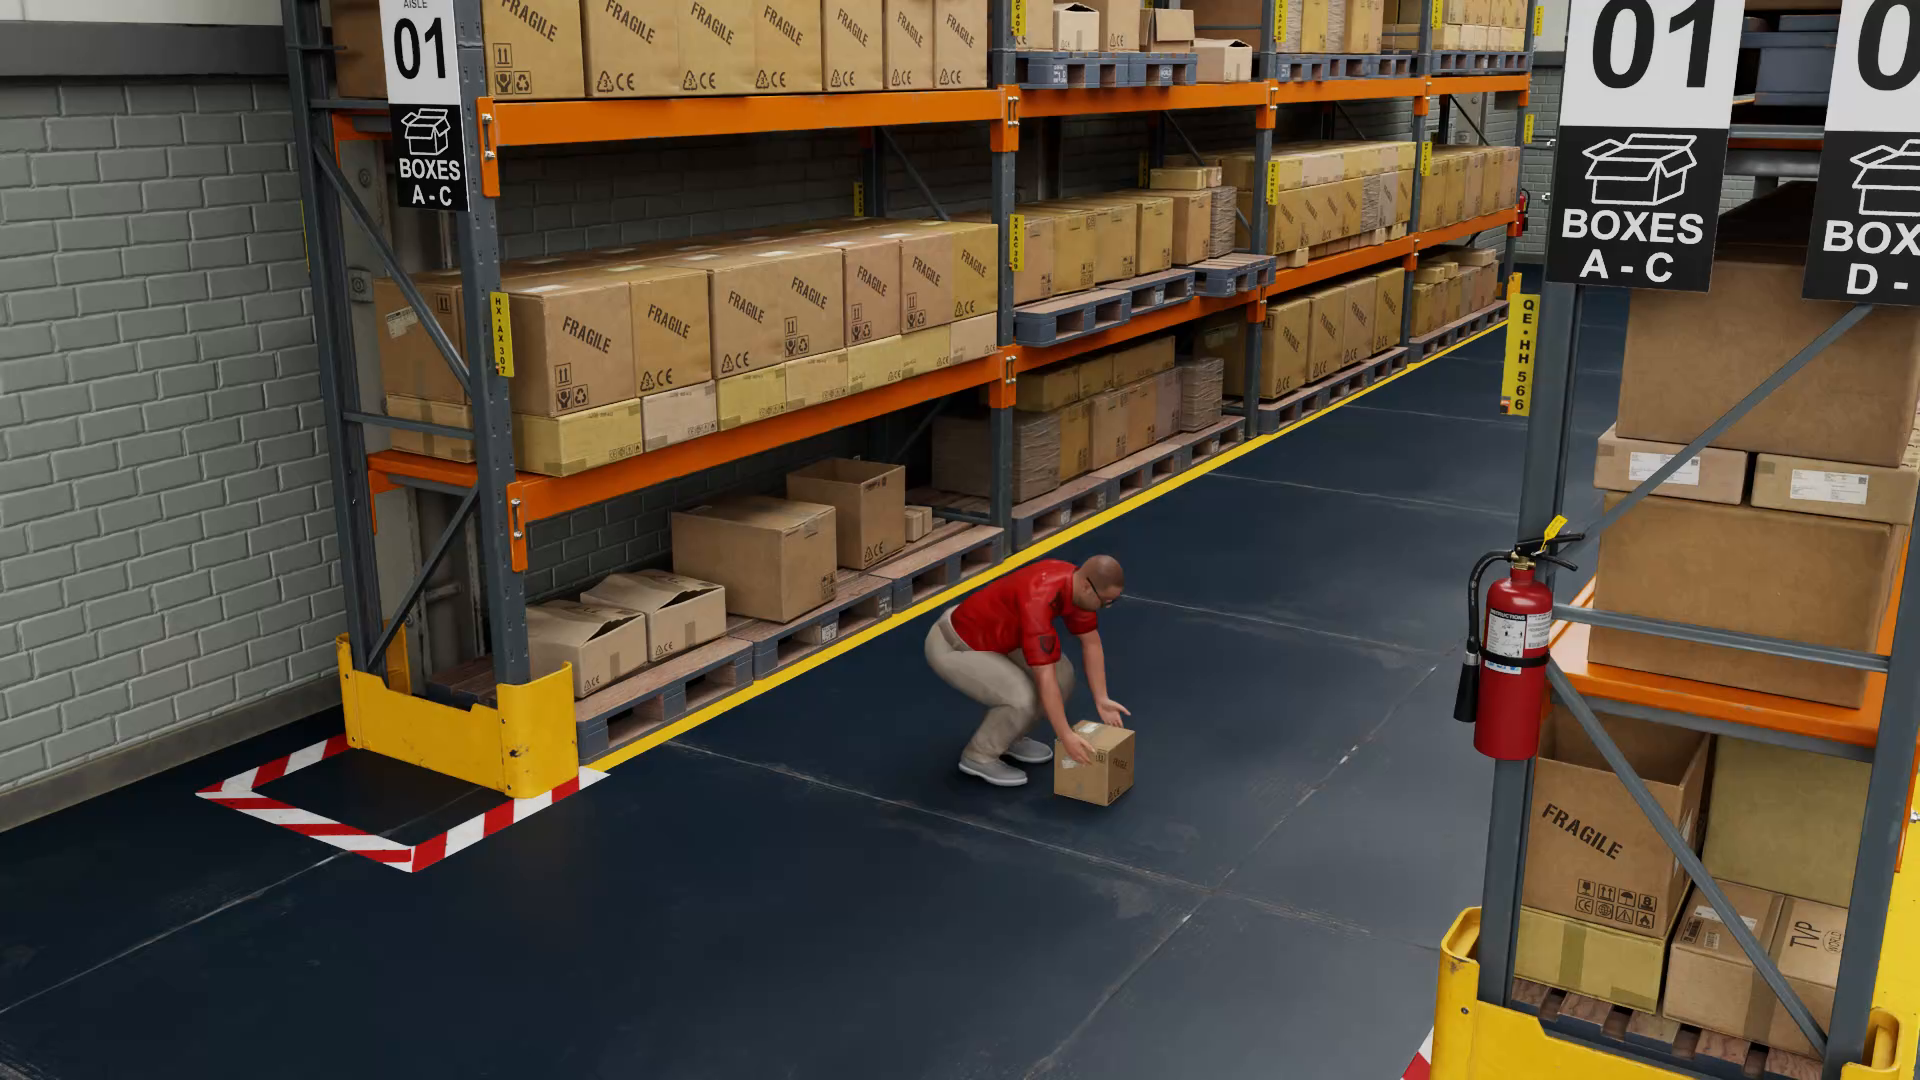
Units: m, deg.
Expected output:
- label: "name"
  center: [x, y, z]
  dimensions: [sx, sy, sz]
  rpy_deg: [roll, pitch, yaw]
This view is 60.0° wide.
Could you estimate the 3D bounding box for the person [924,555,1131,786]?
- label: "person"
  center: [0.291, 0.509, 7.098]
  dimensions: [0.858, 1.013, 0.563]
  rpy_deg: [10, 19, 30]
